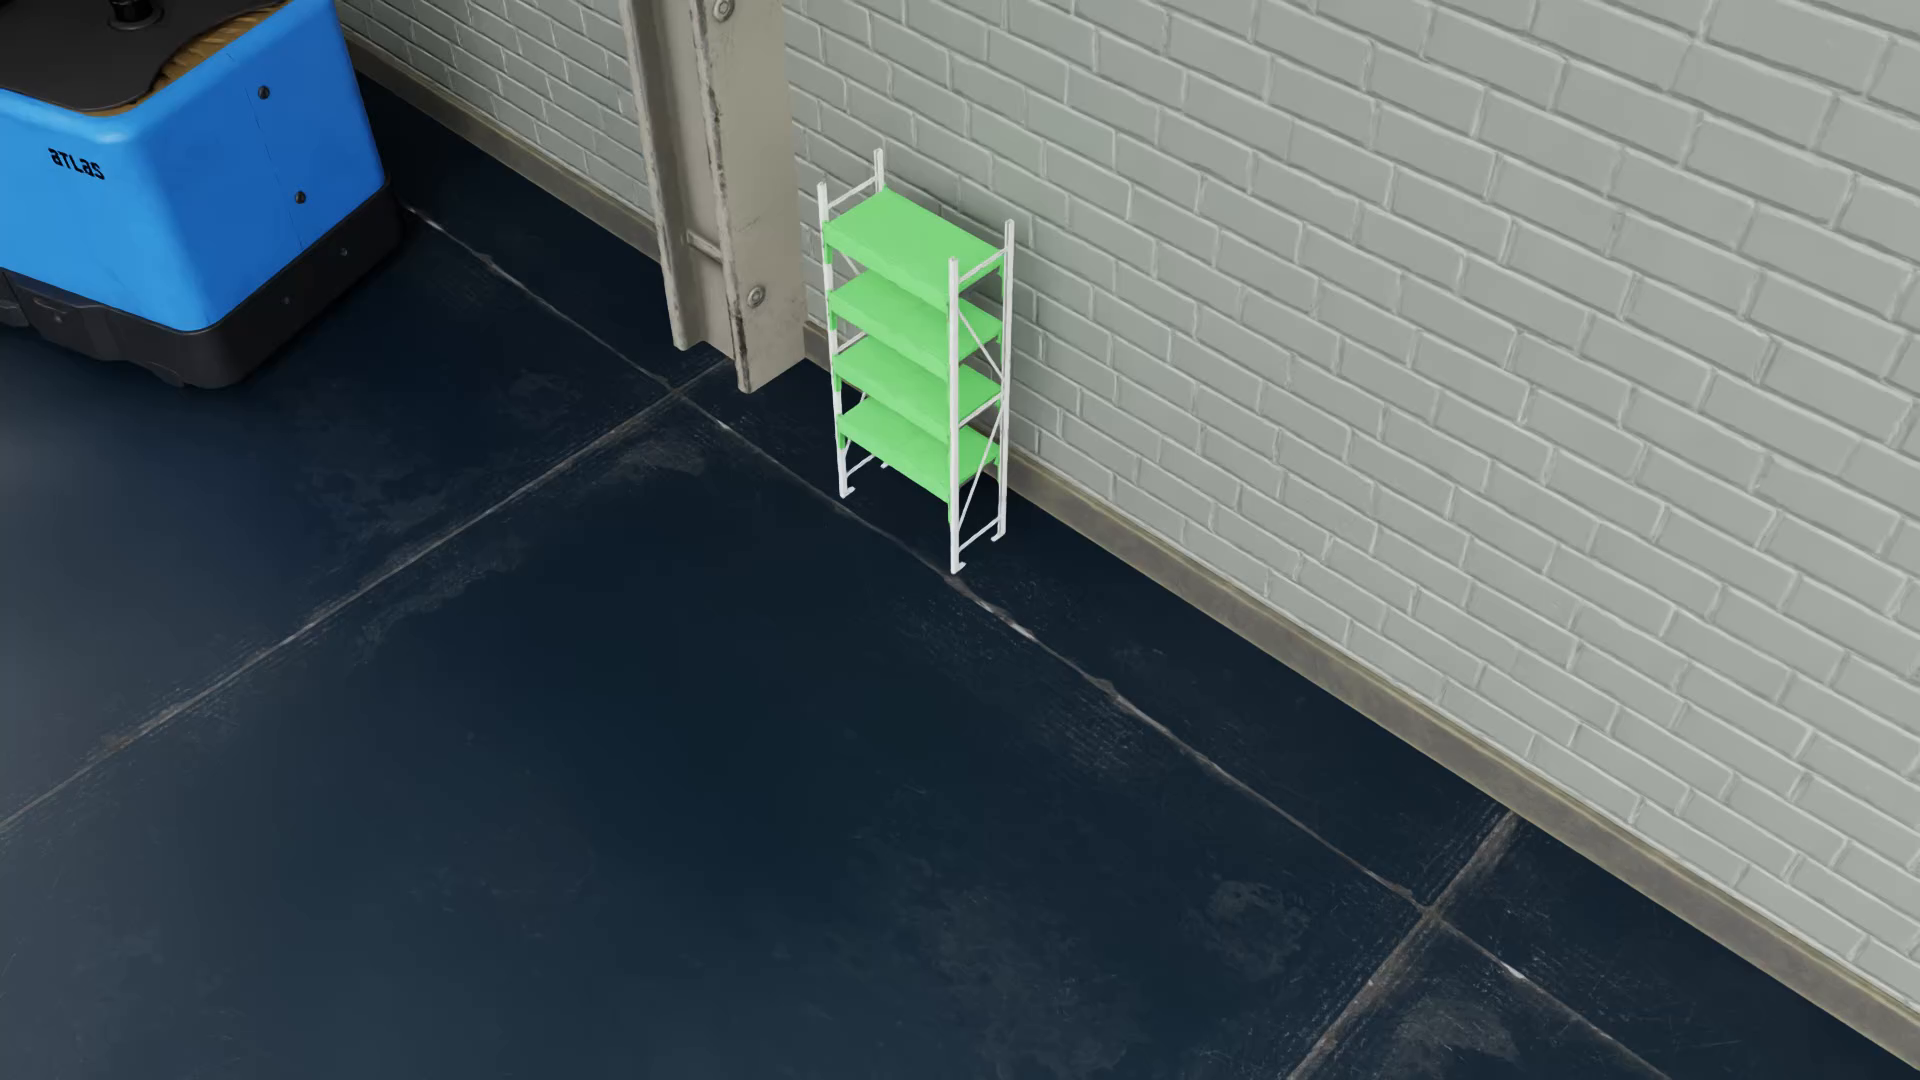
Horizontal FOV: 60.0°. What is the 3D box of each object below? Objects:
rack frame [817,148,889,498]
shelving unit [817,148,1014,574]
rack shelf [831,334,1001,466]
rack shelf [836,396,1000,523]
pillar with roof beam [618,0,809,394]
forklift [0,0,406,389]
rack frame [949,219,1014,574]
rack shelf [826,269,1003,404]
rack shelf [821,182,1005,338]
[{"bbox_3d":[-0.301,-0.613,5.003,0.015,1.200,0.240,34,55,28],"label":"rack frame"},{"bbox_3d":[-0.122,-0.493,4.889,0.503,1.200,0.258,34,55,28],"label":"shelving unit"},{"bbox_3d":[-0.122,-0.449,4.936,0.480,0.148,0.258,34,55,28],"label":"rack shelf"},{"bbox_3d":[-0.122,-0.285,5.111,0.480,0.148,0.258,34,55,28],"label":"rack shelf"},{"bbox_3d":[-3.689,-1.453,0.442,0.400,9.000,9.100,34,55,28],"label":"pillar with roof beam"},{"bbox_3d":[-3.632,-2.258,5.359,3.031,2.935,1.130,19,50,17],"label":"forklift"},{"bbox_3d":[0.058,-0.372,4.776,0.015,1.200,0.240,34,55,28],"label":"rack frame"},{"bbox_3d":[-0.122,-0.613,4.761,0.480,0.148,0.258,34,55,28],"label":"rack shelf"},{"bbox_3d":[-0.122,-0.777,4.586,0.480,0.148,0.258,34,55,28],"label":"rack shelf"}]
